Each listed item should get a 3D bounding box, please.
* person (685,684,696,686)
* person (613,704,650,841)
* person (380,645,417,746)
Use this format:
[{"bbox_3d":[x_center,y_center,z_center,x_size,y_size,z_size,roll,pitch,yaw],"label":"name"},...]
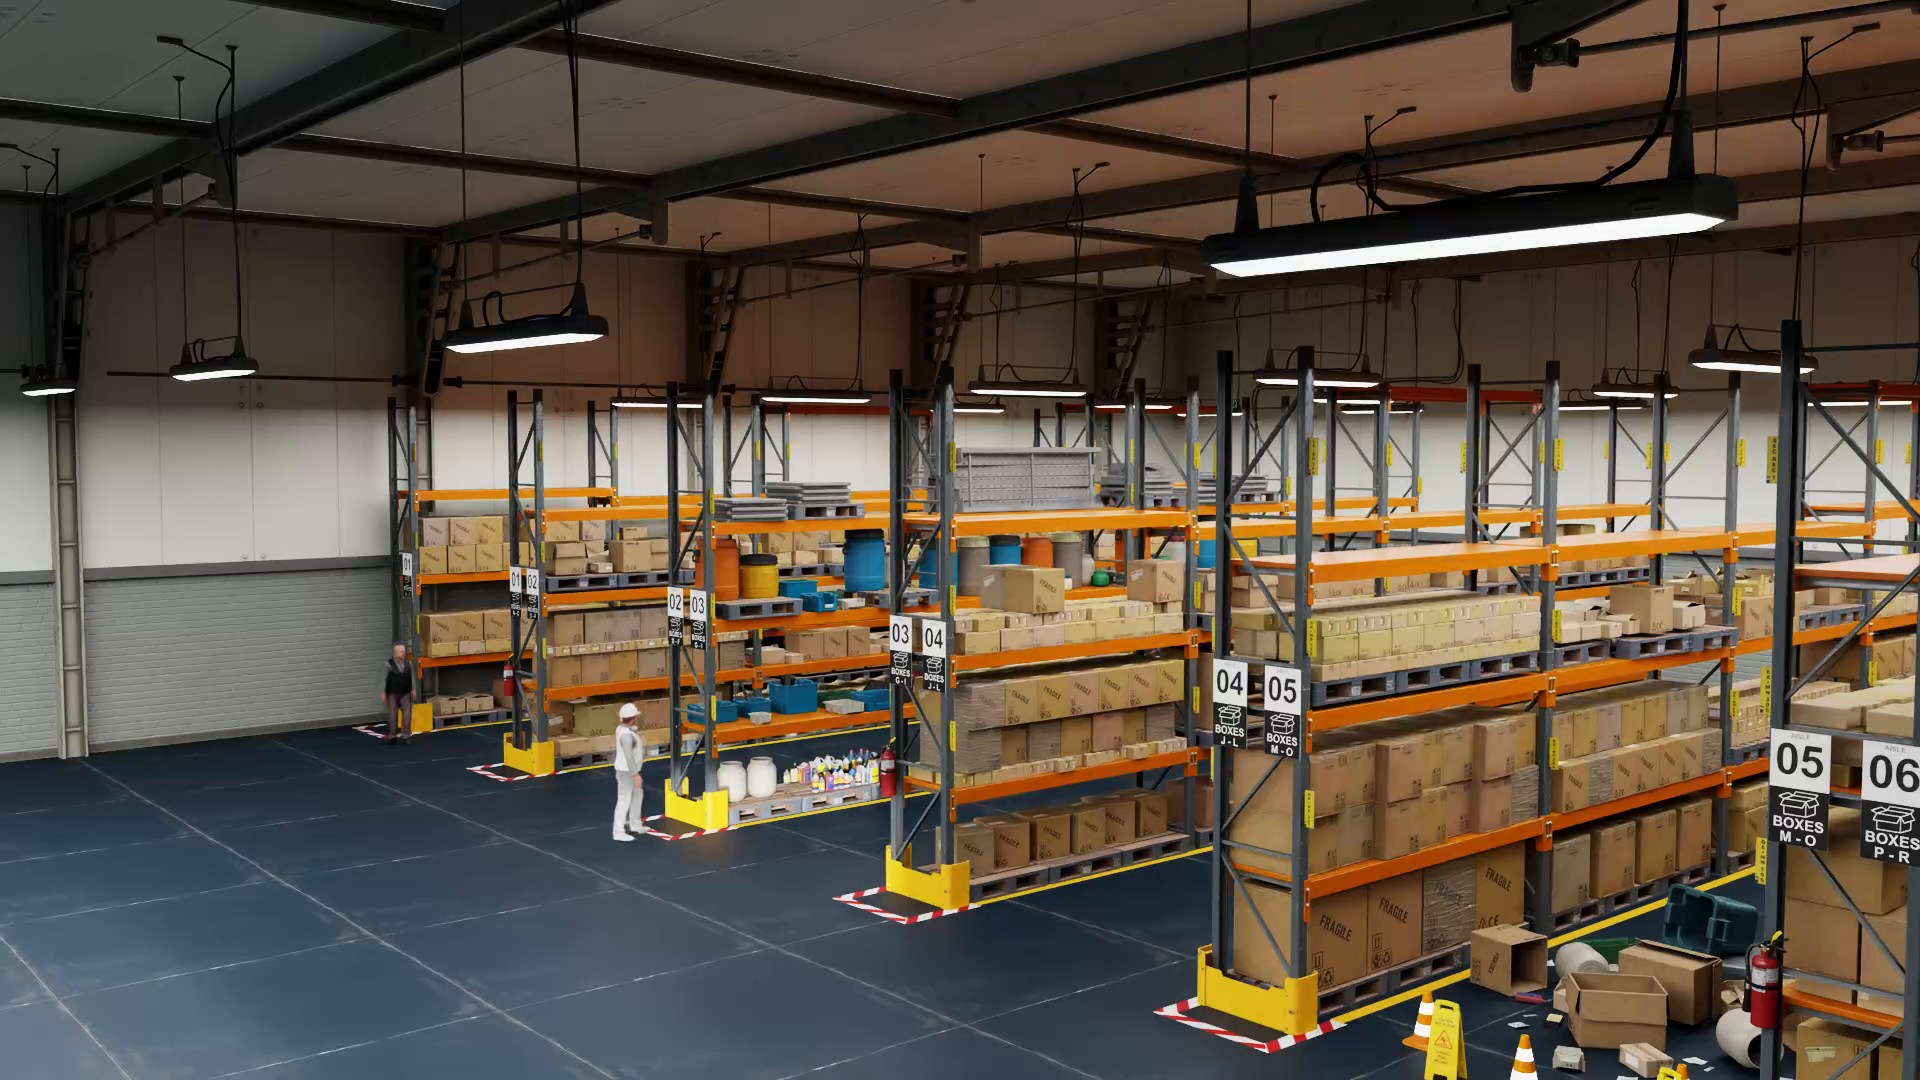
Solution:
[{"bbox_3d":[-4.970,2.510,30.797,0.590,1.840,0.406,-2,4,-32],"label":"person"},{"bbox_3d":[-4.318,3.031,21.771,0.428,1.818,0.677,0,3,-2],"label":"person"},{"bbox_3d":[-9.620,2.652,28.483,0.588,1.735,0.452,-2,4,-36],"label":"person"}]
